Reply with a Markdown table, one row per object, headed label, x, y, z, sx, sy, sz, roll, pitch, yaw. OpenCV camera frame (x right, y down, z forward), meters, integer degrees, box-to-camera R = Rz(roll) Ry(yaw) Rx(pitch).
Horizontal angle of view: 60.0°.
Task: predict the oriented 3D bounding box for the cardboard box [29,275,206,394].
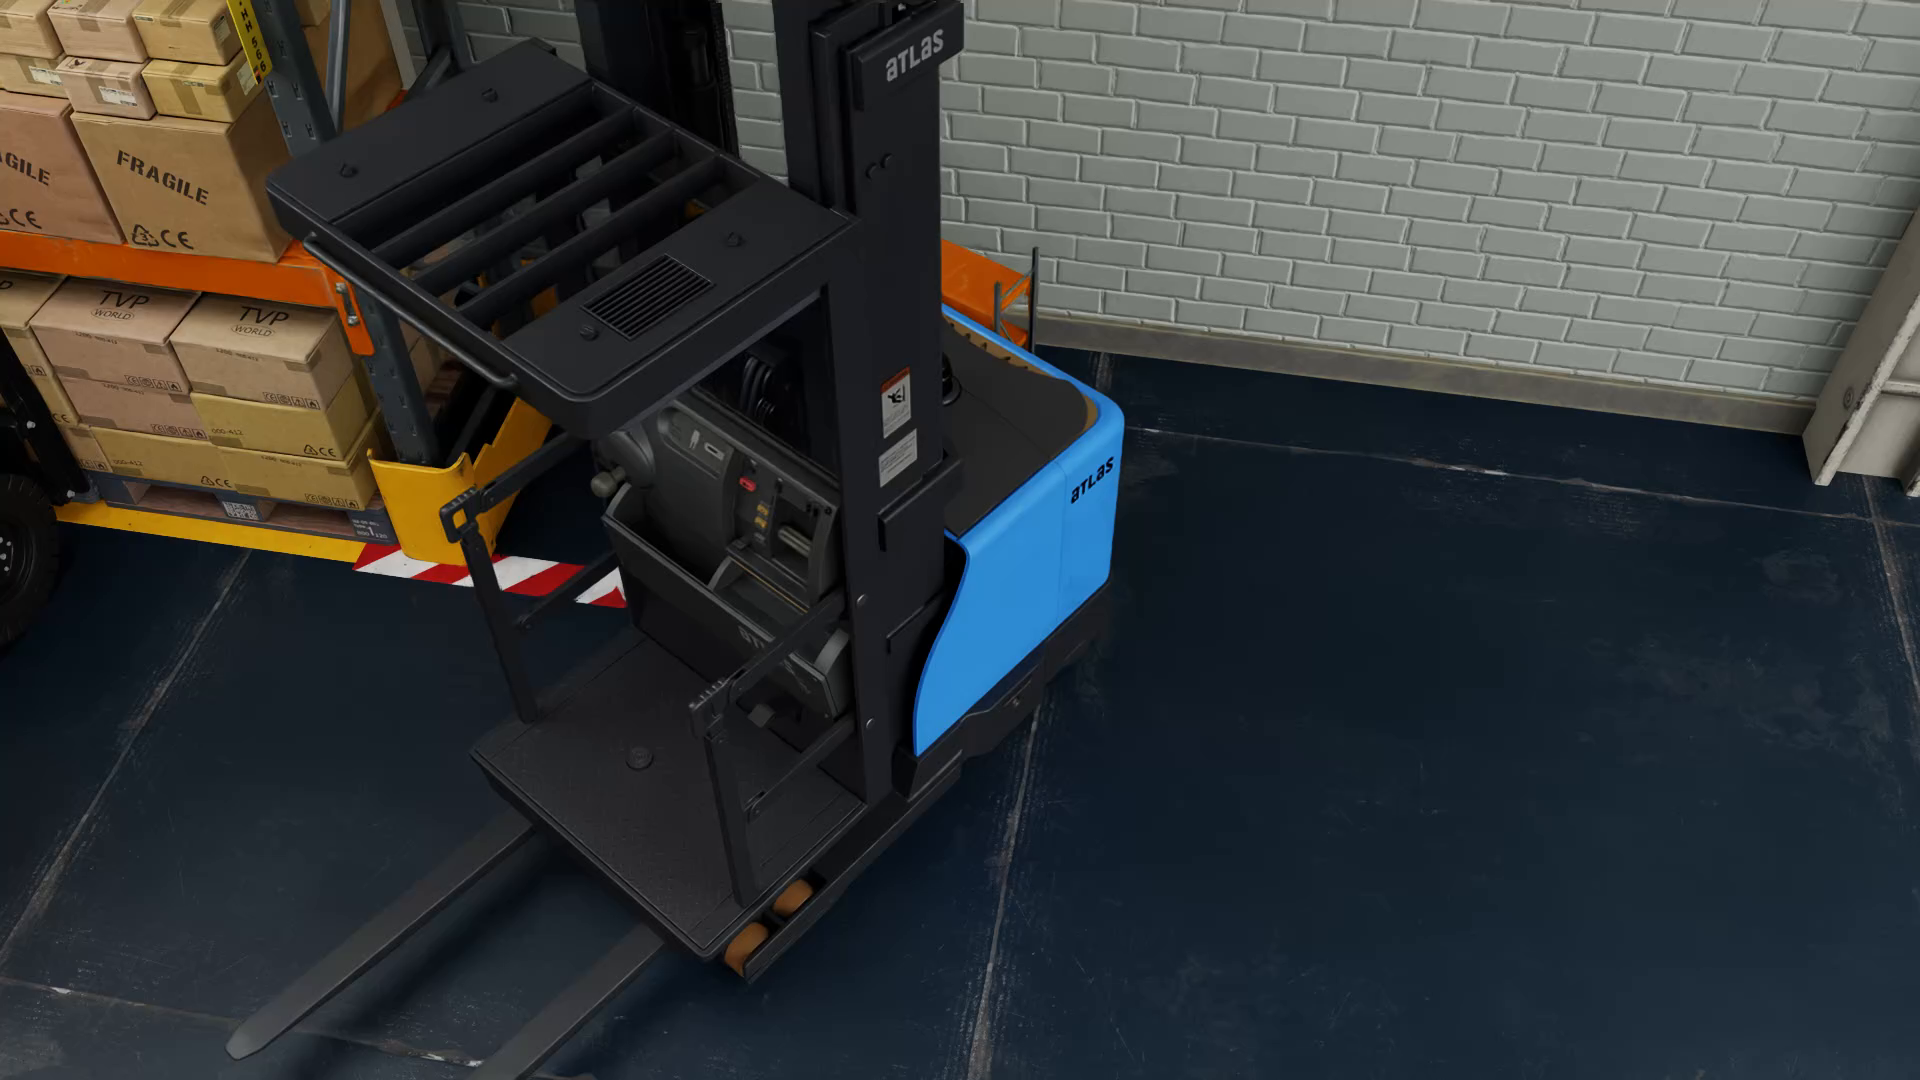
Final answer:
| label | x | y | z | sx | sy | sz | roll | pitch | yaw |
| --- | --- | --- | --- | --- | --- | --- | --- | --- | --- |
| cardboard box | -2.861 | -0.800 | 5.846 | 0.500 | 0.250 | 0.500 | 8 | 49 | 8 |

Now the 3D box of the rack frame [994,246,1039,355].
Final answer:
| label | x | y | z | sx | sy | sz | roll | pitch | yaw |
| --- | --- | --- | --- | --- | --- | --- | --- | --- | --- |
| rack frame | 0.186 | -0.499 | 5.892 | 0.015 | 1.200 | 0.240 | 28 | 54 | 23 |

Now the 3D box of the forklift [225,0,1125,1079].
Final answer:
| label | x | y | z | sx | sy | sz | roll | pitch | yaw |
| --- | --- | --- | --- | --- | --- | --- | --- | --- | --- |
| forklift | -0.818 | -0.087 | 4.357 | 1.130 | 2.935 | 3.031 | 33 | 56 | 26 |

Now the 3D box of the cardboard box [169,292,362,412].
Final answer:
| label | x | y | z | sx | sy | sz | roll | pitch | yaw |
| --- | --- | --- | --- | --- | --- | --- | --- | --- | --- |
| cardboard box | -2.358 | -0.737 | 5.789 | 0.500 | 0.250 | 0.500 | 9 | 49 | 8 |

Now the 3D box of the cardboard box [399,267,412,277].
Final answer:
| label | x | y | z | sx | sy | sz | roll | pitch | yaw |
| --- | --- | --- | --- | --- | --- | --- | --- | --- | --- |
| cardboard box | -2.288 | -1.106 | 6.121 | 0.500 | 0.250 | 0.500 | 7 | 48 | 6 |

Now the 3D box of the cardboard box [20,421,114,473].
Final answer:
| label | x | y | z | sx | sy | sz | roll | pitch | yaw |
| --- | --- | --- | --- | --- | --- | --- | --- | --- | --- |
| cardboard box | -3.346 | -0.546 | 6.290 | 0.500 | 0.250 | 0.500 | 8 | 49 | 7 |

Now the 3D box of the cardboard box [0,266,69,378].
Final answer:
| label | x | y | z | sx | sy | sz | roll | pitch | yaw |
| --- | --- | --- | --- | --- | --- | --- | --- | --- | --- |
| cardboard box | -3.360 | -0.859 | 5.899 | 0.500 | 0.250 | 0.500 | 8 | 49 | 7 |

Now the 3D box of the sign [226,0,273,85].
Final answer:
| label | x | y | z | sx | sy | sz | roll | pitch | yaw |
| --- | --- | --- | --- | --- | --- | --- | --- | --- | --- |
| sign | -1.959 | -1.419 | 4.571 | 0.005 | 0.325 | 0.100 | 8 | 49 | 7 |

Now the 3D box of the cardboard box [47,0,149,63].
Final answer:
| label | x | y | z | sx | sy | sz | roll | pitch | yaw |
| --- | --- | --- | --- | --- | --- | --- | --- | --- | --- |
| cardboard box | -2.487 | -1.601 | 4.969 | 0.250 | 0.149 | 0.380 | 8 | 49 | 7 |

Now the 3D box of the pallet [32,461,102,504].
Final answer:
| label | x | y | z | sx | sy | sz | roll | pitch | yaw |
| --- | --- | --- | --- | --- | --- | --- | --- | --- | --- |
| pallet | -3.806 | -0.650 | 6.692 | 1.213 | 0.211 | 1.003 | 8 | 49 | 7 |

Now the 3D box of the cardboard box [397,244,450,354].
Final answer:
| label | x | y | z | sx | sy | sz | roll | pitch | yaw |
| --- | --- | --- | --- | --- | --- | --- | --- | --- | --- |
| cardboard box | -2.275 | -0.951 | 6.318 | 0.500 | 0.250 | 0.500 | 8 | 49 | 8 |

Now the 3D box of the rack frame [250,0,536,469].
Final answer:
| label | x | y | z | sx | sy | sz | roll | pitch | yaw |
| --- | --- | --- | --- | --- | --- | --- | --- | --- | --- |
| rack frame | -1.849 | -1.348 | 5.445 | 0.127 | 3.000 | 1.000 | 8 | 49 | 7 |

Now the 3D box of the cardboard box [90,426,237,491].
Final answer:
| label | x | y | z | sx | sy | sz | roll | pitch | yaw |
| --- | --- | --- | --- | --- | --- | --- | --- | --- | --- |
| cardboard box | -2.855 | -0.473 | 6.225 | 0.500 | 0.250 | 0.500 | 8 | 49 | 7 |

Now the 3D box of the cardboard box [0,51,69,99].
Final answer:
| label | x | y | z | sx | sy | sz | roll | pitch | yaw |
| --- | --- | --- | --- | --- | --- | --- | --- | --- | --- |
| cardboard box | -2.741 | -1.531 | 5.105 | 0.250 | 0.149 | 0.380 | 8 | 49 | 8 |

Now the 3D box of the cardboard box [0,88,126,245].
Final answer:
| label | x | y | z | sx | sy | sz | roll | pitch | yaw |
| --- | --- | --- | --- | --- | --- | --- | --- | --- | --- |
| cardboard box | -2.889 | -1.330 | 5.361 | 0.500 | 0.500 | 0.500 | 9 | 49 | 8 |

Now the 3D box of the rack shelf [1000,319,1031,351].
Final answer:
| label | x | y | z | sx | sy | sz | roll | pitch | yaw |
| --- | --- | --- | --- | --- | --- | --- | --- | --- | --- |
| rack shelf | -0.012 | -0.709 | 5.870 | 0.480 | 0.148 | 0.258 | 28 | 54 | 23 |

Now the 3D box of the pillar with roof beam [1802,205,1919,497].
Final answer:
| label | x | y | z | sx | sy | sz | roll | pitch | yaw |
| --- | --- | --- | --- | --- | --- | --- | --- | --- | --- |
| pillar with roof beam | 2.765 | -0.160 | 0.344 | 0.400 | 9.000 | 9.100 | 8 | 49 | 7 |

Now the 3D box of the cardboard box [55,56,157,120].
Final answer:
| label | x | y | z | sx | sy | sz | roll | pitch | yaw |
| --- | --- | --- | --- | --- | --- | --- | --- | --- | --- |
| cardboard box | -2.497 | -1.451 | 5.034 | 0.250 | 0.149 | 0.380 | 8 | 49 | 7 |

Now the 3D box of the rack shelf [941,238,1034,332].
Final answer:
| label | x | y | z | sx | sy | sz | roll | pitch | yaw |
| --- | --- | --- | --- | --- | --- | --- | --- | --- | --- |
| rack shelf | -0.012 | -0.868 | 5.694 | 0.480 | 0.148 | 0.258 | 28 | 54 | 23 |

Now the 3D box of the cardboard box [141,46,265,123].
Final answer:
| label | x | y | z | sx | sy | sz | roll | pitch | yaw |
| --- | --- | --- | --- | --- | --- | --- | --- | --- | --- |
| cardboard box | -2.240 | -1.439 | 5.023 | 0.250 | 0.149 | 0.380 | 8 | 49 | 7 |

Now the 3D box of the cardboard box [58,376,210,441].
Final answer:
| label | x | y | z | sx | sy | sz | roll | pitch | yaw |
| --- | --- | --- | --- | --- | --- | --- | --- | --- | --- |
| cardboard box | -2.875 | -0.647 | 6.045 | 0.500 | 0.250 | 0.500 | 7 | 48 | 6 |

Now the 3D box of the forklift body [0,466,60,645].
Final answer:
| label | x | y | z | sx | sy | sz | roll | pitch | yaw |
| --- | --- | --- | --- | --- | --- | --- | --- | --- | --- |
| forklift body | -4.040 | 0.020 | 4.786 | 1.214 | 2.155 | 2.313 | 8 | 49 | 7 |

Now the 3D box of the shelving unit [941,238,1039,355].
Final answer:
| label | x | y | z | sx | sy | sz | roll | pitch | yaw |
| --- | --- | --- | --- | --- | --- | --- | --- | --- | --- |
| shelving unit | -0.012 | -0.605 | 5.986 | 0.503 | 1.200 | 0.258 | 28 | 54 | 23 |

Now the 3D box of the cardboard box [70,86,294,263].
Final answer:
| label | x | y | z | sx | sy | sz | roll | pitch | yaw |
| --- | --- | --- | --- | --- | --- | --- | --- | --- | --- |
| cardboard box | -2.380 | -1.255 | 5.294 | 0.500 | 0.500 | 0.500 | 7 | 48 | 6 |

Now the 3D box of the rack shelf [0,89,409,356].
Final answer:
| label | x | y | z | sx | sy | sz | roll | pitch | yaw |
| --- | --- | --- | --- | --- | --- | --- | --- | --- | --- |
| rack shelf | -3.817 | -1.372 | 5.950 | 4.000 | 0.370 | 1.077 | 8 | 49 | 7 |

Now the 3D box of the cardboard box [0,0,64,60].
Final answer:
| label | x | y | z | sx | sy | sz | roll | pitch | yaw |
| --- | --- | --- | --- | --- | --- | --- | --- | --- | --- |
| cardboard box | -2.750 | -1.616 | 4.982 | 0.250 | 0.149 | 0.380 | 9 | 49 | 8 |

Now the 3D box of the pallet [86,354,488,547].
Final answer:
| label | x | y | z | sx | sy | sz | roll | pitch | yaw |
| --- | --- | --- | --- | --- | --- | --- | --- | --- | --- |
| pallet | -2.609 | -0.487 | 6.546 | 1.213 | 0.211 | 1.003 | 8 | 49 | 7 |

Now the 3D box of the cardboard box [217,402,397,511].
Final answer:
| label | x | y | z | sx | sy | sz | roll | pitch | yaw |
| --- | --- | --- | --- | --- | --- | --- | --- | --- | --- |
| cardboard box | -2.368 | -0.401 | 6.160 | 0.500 | 0.250 | 0.500 | 8 | 49 | 7 |

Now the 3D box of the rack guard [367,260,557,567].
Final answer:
| label | x | y | z | sx | sy | sz | roll | pitch | yaw |
| --- | --- | --- | --- | --- | --- | --- | --- | --- | --- |
| rack guard | -1.825 | -0.510 | 6.372 | 0.348 | 0.500 | 1.175 | 8 | 49 | 7 |

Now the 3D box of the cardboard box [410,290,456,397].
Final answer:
| label | x | y | z | sx | sy | sz | roll | pitch | yaw |
| --- | --- | --- | --- | --- | --- | --- | --- | --- | --- |
| cardboard box | -2.298 | -0.778 | 6.499 | 0.500 | 0.250 | 0.500 | 8 | 49 | 7 |

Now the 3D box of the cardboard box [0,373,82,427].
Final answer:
| label | x | y | z | sx | sy | sz | roll | pitch | yaw |
| --- | --- | --- | --- | --- | --- | --- | --- | --- | --- |
| cardboard box | -3.387 | -0.700 | 6.092 | 0.500 | 0.250 | 0.500 | 7 | 48 | 6 |

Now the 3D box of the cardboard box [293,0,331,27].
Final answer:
| label | x | y | z | sx | sy | sz | roll | pitch | yaw |
| --- | --- | --- | --- | --- | --- | --- | --- | --- | --- |
| cardboard box | -2.137 | -1.833 | 5.377 | 0.250 | 0.149 | 0.380 | 7 | 48 | 6 |

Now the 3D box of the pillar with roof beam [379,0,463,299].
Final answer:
| label | x | y | z | sx | sy | sz | roll | pitch | yaw |
| --- | --- | --- | --- | --- | --- | --- | --- | --- | --- |
| pillar with roof beam | -3.140 | -0.954 | 1.058 | 0.400 | 9.000 | 9.100 | 8 | 49 | 7 |

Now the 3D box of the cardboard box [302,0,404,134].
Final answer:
| label | x | y | z | sx | sy | sz | roll | pitch | yaw |
| --- | --- | --- | --- | --- | --- | --- | --- | --- | --- |
| cardboard box | -2.287 | -1.651 | 5.649 | 0.500 | 0.500 | 0.500 | 9 | 49 | 8 |

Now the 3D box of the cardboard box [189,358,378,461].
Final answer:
| label | x | y | z | sx | sy | sz | roll | pitch | yaw |
| --- | --- | --- | --- | --- | --- | --- | --- | --- | --- |
| cardboard box | -2.384 | -0.572 | 5.978 | 0.500 | 0.250 | 0.500 | 7 | 48 | 6 |

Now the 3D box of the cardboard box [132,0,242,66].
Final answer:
| label | x | y | z | sx | sy | sz | roll | pitch | yaw |
| --- | --- | --- | --- | --- | --- | --- | --- | --- | --- |
| cardboard box | -2.239 | -1.591 | 4.960 | 0.250 | 0.149 | 0.380 | 8 | 49 | 7 |

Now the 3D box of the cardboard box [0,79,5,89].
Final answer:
| label | x | y | z | sx | sy | sz | roll | pitch | yaw |
| --- | --- | --- | --- | --- | --- | --- | --- | --- | --- |
| cardboard box | -2.983 | -1.572 | 5.142 | 0.250 | 0.149 | 0.380 | 7 | 48 | 7 |
